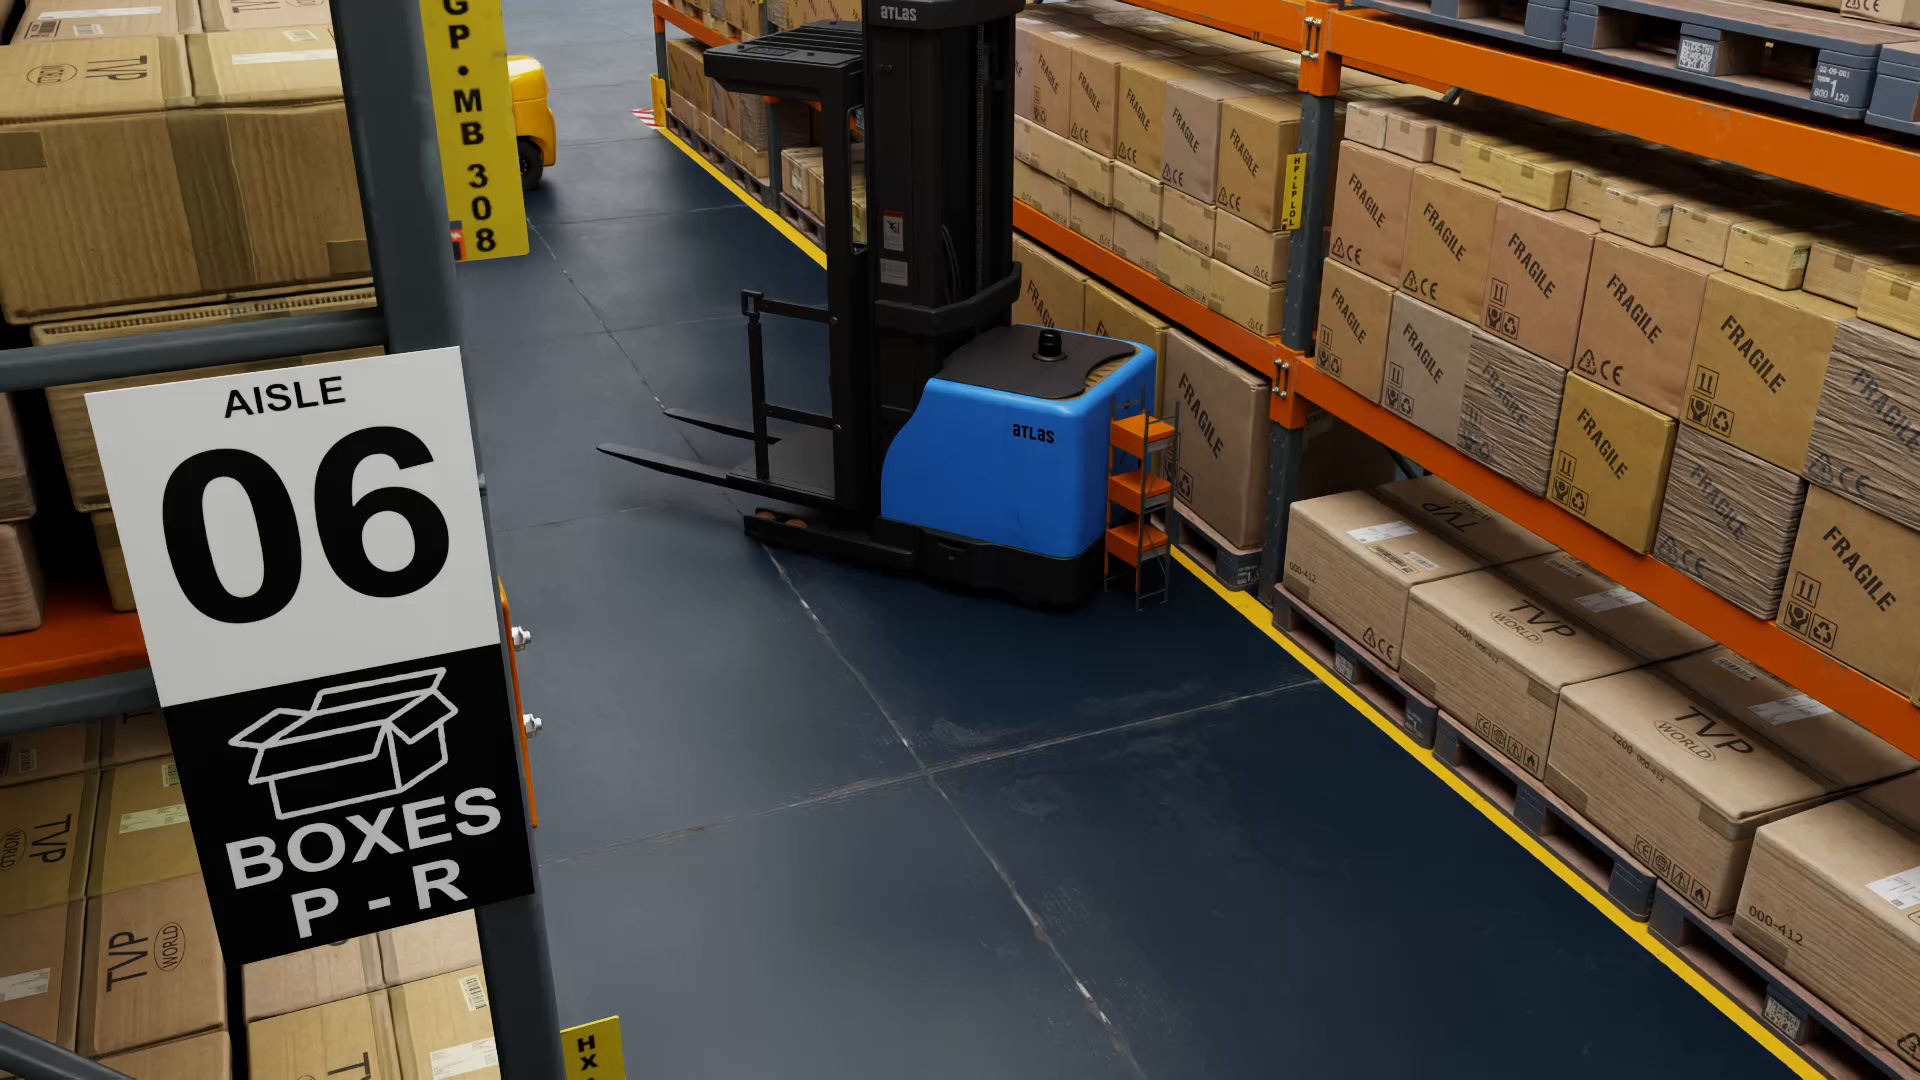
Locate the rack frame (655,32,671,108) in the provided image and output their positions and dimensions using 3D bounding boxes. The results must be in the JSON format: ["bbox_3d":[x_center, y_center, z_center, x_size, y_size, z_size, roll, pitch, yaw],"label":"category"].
[{"bbox_3d":[-2.760,-5.960,17.537,1.000,3.000,0.127,-11,28,-21],"label":"rack frame"}]

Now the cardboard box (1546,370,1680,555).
[{"bbox_3d":[2.466,-0.312,5.856,0.500,0.500,0.500,-10,28,-19],"label":"cardboard box"}]

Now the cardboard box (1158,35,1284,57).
[{"bbox_3d":[1.405,-2.447,9.090,0.500,0.500,0.500,-11,28,-21],"label":"cardboard box"}]

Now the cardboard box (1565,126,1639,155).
[{"bbox_3d":[2.561,-1.505,6.420,0.380,0.149,0.250,-11,28,-21],"label":"cardboard box"}]

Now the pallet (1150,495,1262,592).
[{"bbox_3d":[1.568,-0.161,8.838,1.003,0.211,1.213,-11,28,-21],"label":"pallet"}]

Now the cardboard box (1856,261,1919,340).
[{"bbox_3d":[2.820,-0.693,4.758,0.380,0.149,0.250,-10,28,-19],"label":"cardboard box"}]

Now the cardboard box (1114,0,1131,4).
[{"bbox_3d":[2.082,-5.822,19.199,0.875,0.875,0.875,-10,28,-20],"label":"cardboard box"}]

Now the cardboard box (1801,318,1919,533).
[{"bbox_3d":[2.866,-0.354,4.803,0.500,0.500,0.500,-10,28,-20],"label":"cardboard box"}]

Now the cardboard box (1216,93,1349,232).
[{"bbox_3d":[1.533,-1.747,7.655,0.500,0.500,0.500,-10,28,-19],"label":"cardboard box"}]

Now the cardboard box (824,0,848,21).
[{"bbox_3d":[-0.685,-3.864,12.313,0.500,0.500,0.500,-12,28,-23],"label":"cardboard box"}]

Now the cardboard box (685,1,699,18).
[{"bbox_3d":[-2.487,-5.244,16.359,0.380,0.149,0.250,-10,28,-19],"label":"cardboard box"}]

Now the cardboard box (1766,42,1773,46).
[{"bbox_3d":[5.407,-3.214,11.044,0.380,0.149,0.250,-10,28,-19],"label":"cardboard box"}]

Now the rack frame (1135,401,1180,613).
[{"bbox_3d":[0.930,-0.146,7.853,0.200,1.050,0.008,-17,31,-31],"label":"rack frame"}]

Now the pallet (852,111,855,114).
[{"bbox_3d":[-0.440,-3.436,12.587,1.003,0.211,1.213,-11,28,-21],"label":"pallet"}]

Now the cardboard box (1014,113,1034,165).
[{"bbox_3d":[0.546,-2.431,9.912,0.500,0.250,0.500,-10,28,-19],"label":"cardboard box"}]

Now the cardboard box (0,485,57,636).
[{"bbox_3d":[-1.398,0.030,2.138,0.380,0.149,0.250,-10,28,-19],"label":"cardboard box"}]

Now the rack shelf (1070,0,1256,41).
[{"bbox_3d":[2.538,-5.720,17.867,1.077,0.370,4.000,-11,28,-21],"label":"rack shelf"}]

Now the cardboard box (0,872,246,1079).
[{"bbox_3d":[-1.685,0.939,3.239,0.500,0.250,0.500,-10,28,-20],"label":"cardboard box"}]

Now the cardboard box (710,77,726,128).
[{"bbox_3d":[-2.074,-4.238,15.813,0.500,0.500,0.500,-9,27,-18],"label":"cardboard box"}]

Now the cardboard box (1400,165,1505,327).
[{"bbox_3d":[2.095,-1.171,6.475,0.500,0.500,0.500,-11,28,-21],"label":"cardboard box"}]

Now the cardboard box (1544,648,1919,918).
[{"bbox_3d":[2.789,0.845,6.042,0.875,0.438,0.875,-10,28,-19],"label":"cardboard box"}]

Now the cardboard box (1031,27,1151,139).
[{"bbox_3d":[0.733,-2.573,9.347,0.500,0.500,0.500,-10,28,-19],"label":"cardboard box"}]

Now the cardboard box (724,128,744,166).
[{"bbox_3d":[-1.890,-3.704,15.572,0.500,0.250,0.500,-11,28,-22],"label":"cardboard box"}]

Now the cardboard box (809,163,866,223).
[{"bbox_3d":[-0.701,-2.852,13.688,0.950,0.372,0.625,-9,27,-17],"label":"cardboard box"}]

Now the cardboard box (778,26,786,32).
[{"bbox_3d":[-1.268,-4.143,13.625,0.380,0.149,0.250,-10,28,-20],"label":"cardboard box"}]

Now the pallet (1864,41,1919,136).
[{"bbox_3d":[3.206,-1.106,4.279,1.003,0.211,1.213,-11,28,-21],"label":"pallet"}]

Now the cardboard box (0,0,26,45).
[{"bbox_3d":[-1.905,-0.833,2.880,0.500,0.250,0.500,-10,28,-20],"label":"cardboard box"}]

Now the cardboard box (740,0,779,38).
[{"bbox_3d":[-1.596,-4.660,14.422,0.500,0.500,0.500,-11,28,-22],"label":"cardboard box"}]

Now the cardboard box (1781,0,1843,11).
[{"bbox_3d":[2.854,-1.966,5.233,0.500,0.500,0.500,-10,28,-20],"label":"cardboard box"}]

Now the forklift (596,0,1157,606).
[{"bbox_3d":[-0.548,-1.447,8.373,3.031,2.935,1.130,13,29,25],"label":"forklift"}]

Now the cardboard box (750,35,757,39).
[{"bbox_3d":[-1.600,-4.309,14.443,0.380,0.149,0.250,-11,28,-21],"label":"cardboard box"}]

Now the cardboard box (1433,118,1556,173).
[{"bbox_3d":[2.078,-1.532,6.476,0.380,0.149,0.250,-11,28,-21],"label":"cardboard box"}]

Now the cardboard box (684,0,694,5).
[{"bbox_3d":[-2.423,-5.485,16.113,0.500,0.500,0.500,-11,28,-22],"label":"cardboard box"}]

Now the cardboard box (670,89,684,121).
[{"bbox_3d":[-2.698,-4.539,17.284,0.500,0.250,0.500,-11,28,-21],"label":"cardboard box"}]

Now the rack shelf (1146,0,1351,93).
[{"bbox_3d":[1.156,-2.947,8.768,1.077,0.370,4.000,-11,28,-21],"label":"rack shelf"}]

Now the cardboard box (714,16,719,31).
[{"bbox_3d":[-2.073,-4.827,15.504,0.380,0.149,0.250,-11,28,-22],"label":"cardboard box"}]

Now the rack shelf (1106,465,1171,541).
[{"bbox_3d":[0.860,-0.181,7.948,0.215,0.259,0.240,-17,31,-31],"label":"rack shelf"}]

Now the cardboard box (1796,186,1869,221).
[{"bbox_3d":[3.053,-1.110,5.612,0.380,0.149,0.250,-11,28,-22],"label":"cardboard box"}]

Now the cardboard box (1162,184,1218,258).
[{"bbox_3d":[1.341,-1.609,8.228,0.500,0.250,0.500,-10,28,-19],"label":"cardboard box"}]

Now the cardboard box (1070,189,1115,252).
[{"bbox_3d":[0.947,-1.806,9.201,0.500,0.250,0.500,-11,28,-21],"label":"cardboard box"}]

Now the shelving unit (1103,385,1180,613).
[{"bbox_3d":[0.860,-0.190,7.943,0.215,1.050,0.252,-17,31,-31],"label":"shelving unit"}]

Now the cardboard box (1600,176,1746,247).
[{"bbox_3d":[2.403,-1.111,5.613,0.380,0.149,0.250,-10,28,-20],"label":"cardboard box"}]

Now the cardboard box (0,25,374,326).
[{"bbox_3d":[-1.003,-0.507,2.213,0.500,0.250,0.500,-11,28,-21],"label":"cardboard box"}]

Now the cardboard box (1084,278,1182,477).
[{"bbox_3d":[1.262,-0.949,9.218,0.875,0.875,0.875,-10,28,-19],"label":"cardboard box"}]

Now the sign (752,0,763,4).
[{"bbox_3d":[-1.690,-4.637,13.843,0.100,0.325,0.005,-11,28,-21],"label":"sign"}]

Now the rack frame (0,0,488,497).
[{"bbox_3d":[-1.060,-1.342,1.242,1.000,3.000,0.127,-11,28,-21],"label":"rack frame"}]

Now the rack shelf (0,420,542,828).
[{"bbox_3d":[-1.843,-0.478,3.711,1.077,0.370,4.000,-11,28,-21],"label":"rack shelf"}]
